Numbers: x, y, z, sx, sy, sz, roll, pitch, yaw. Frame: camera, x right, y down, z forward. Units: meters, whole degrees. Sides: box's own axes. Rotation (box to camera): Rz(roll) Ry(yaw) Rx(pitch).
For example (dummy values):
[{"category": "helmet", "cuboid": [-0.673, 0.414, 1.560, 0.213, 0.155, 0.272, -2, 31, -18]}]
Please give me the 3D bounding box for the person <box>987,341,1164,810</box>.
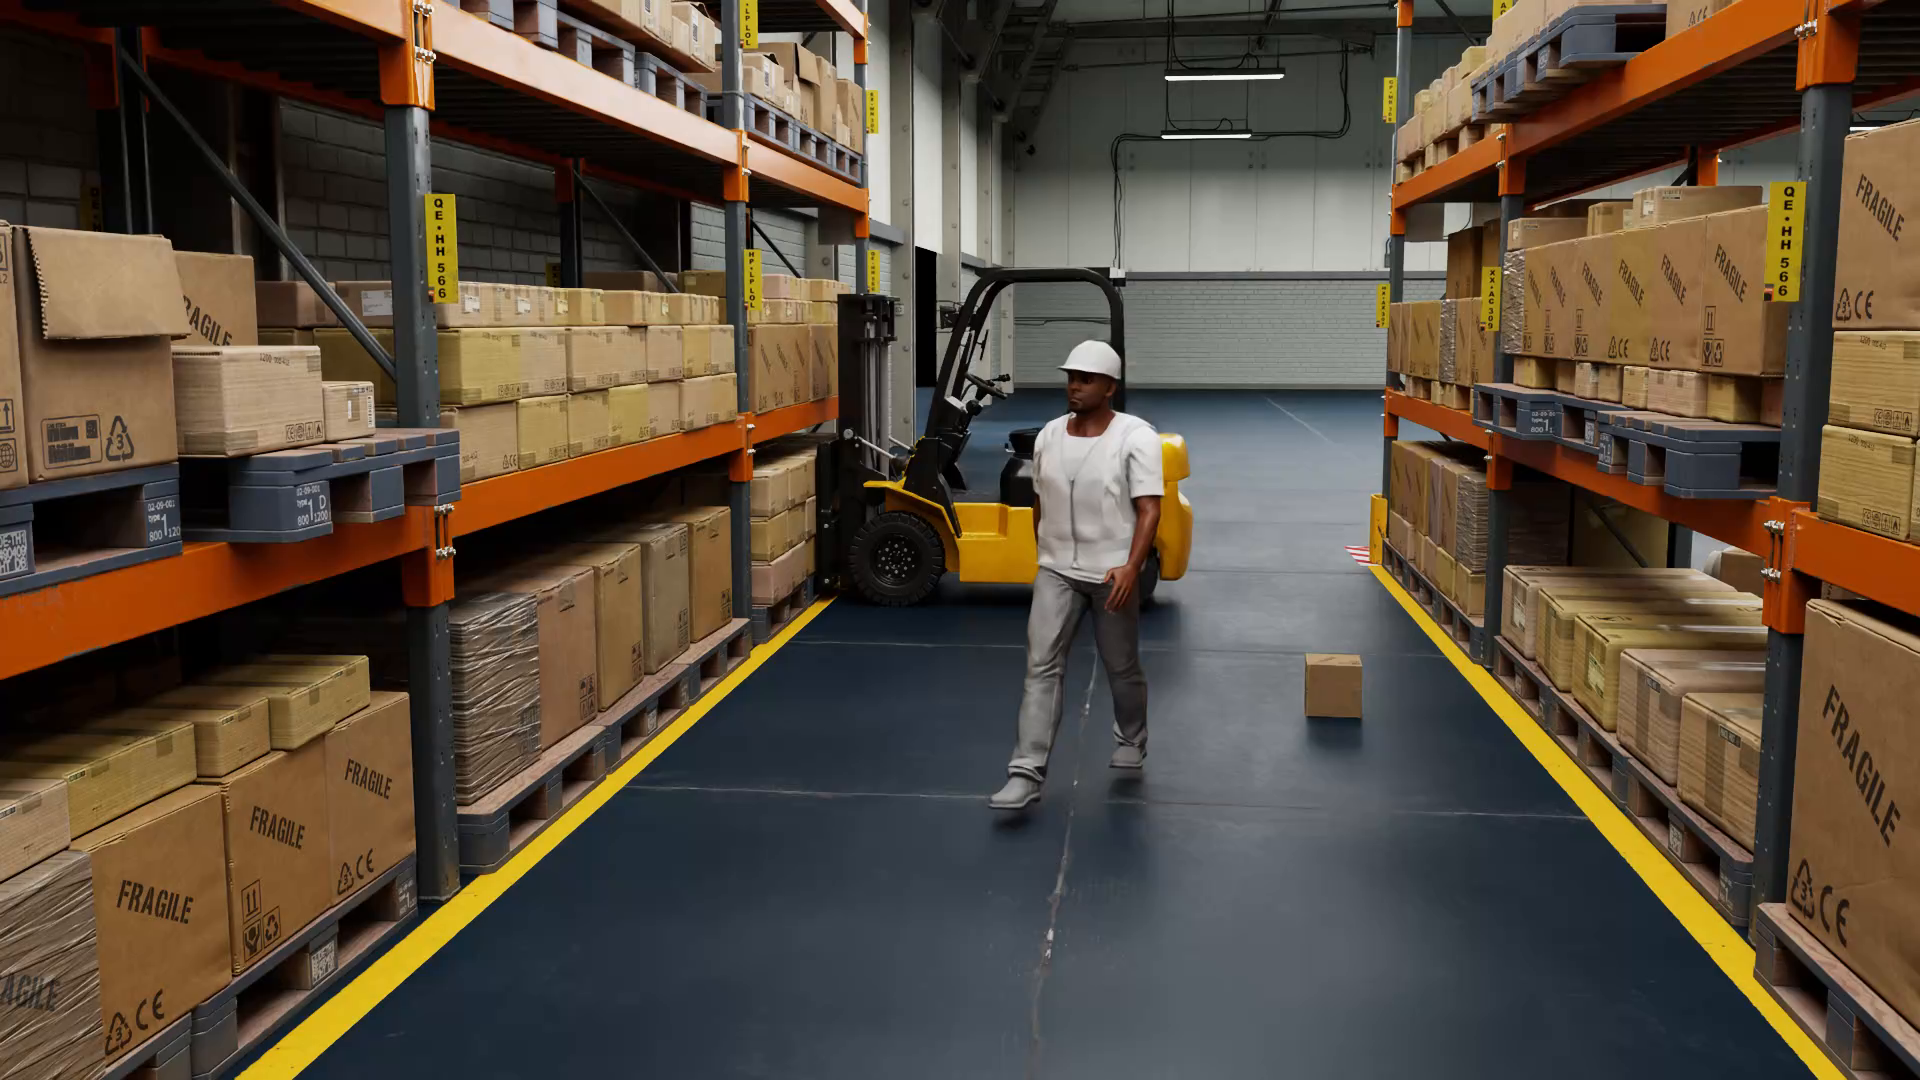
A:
[{"category": "person", "cuboid": [0.463, 0.106, 6.269, 0.580, 1.703, 1.053, 4, 8, 27]}]
